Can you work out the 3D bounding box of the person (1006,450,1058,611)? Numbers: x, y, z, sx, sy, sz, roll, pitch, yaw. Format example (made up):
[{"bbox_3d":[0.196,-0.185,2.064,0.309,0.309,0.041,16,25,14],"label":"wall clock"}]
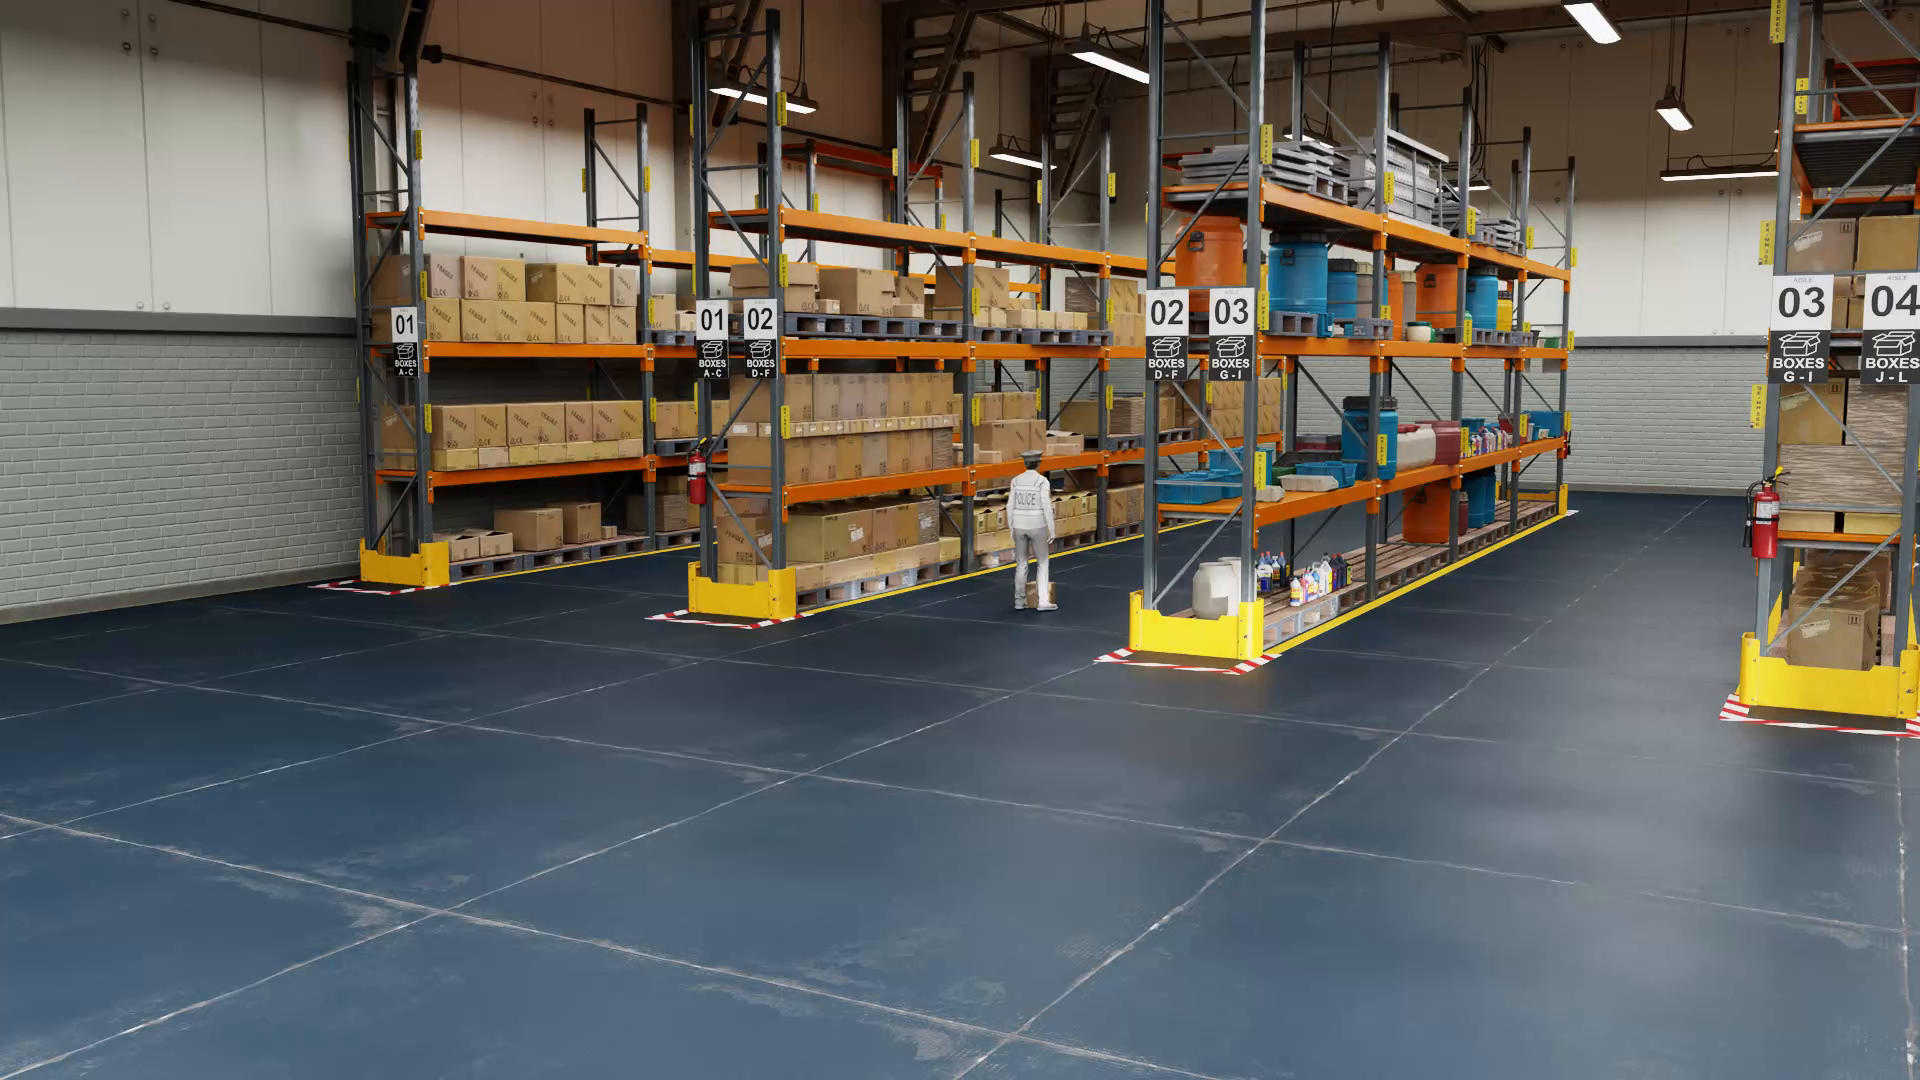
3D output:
[{"bbox_3d":[0.740,-0.101,17.299,0.530,1.663,0.371,3,7,29],"label":"person"}]
